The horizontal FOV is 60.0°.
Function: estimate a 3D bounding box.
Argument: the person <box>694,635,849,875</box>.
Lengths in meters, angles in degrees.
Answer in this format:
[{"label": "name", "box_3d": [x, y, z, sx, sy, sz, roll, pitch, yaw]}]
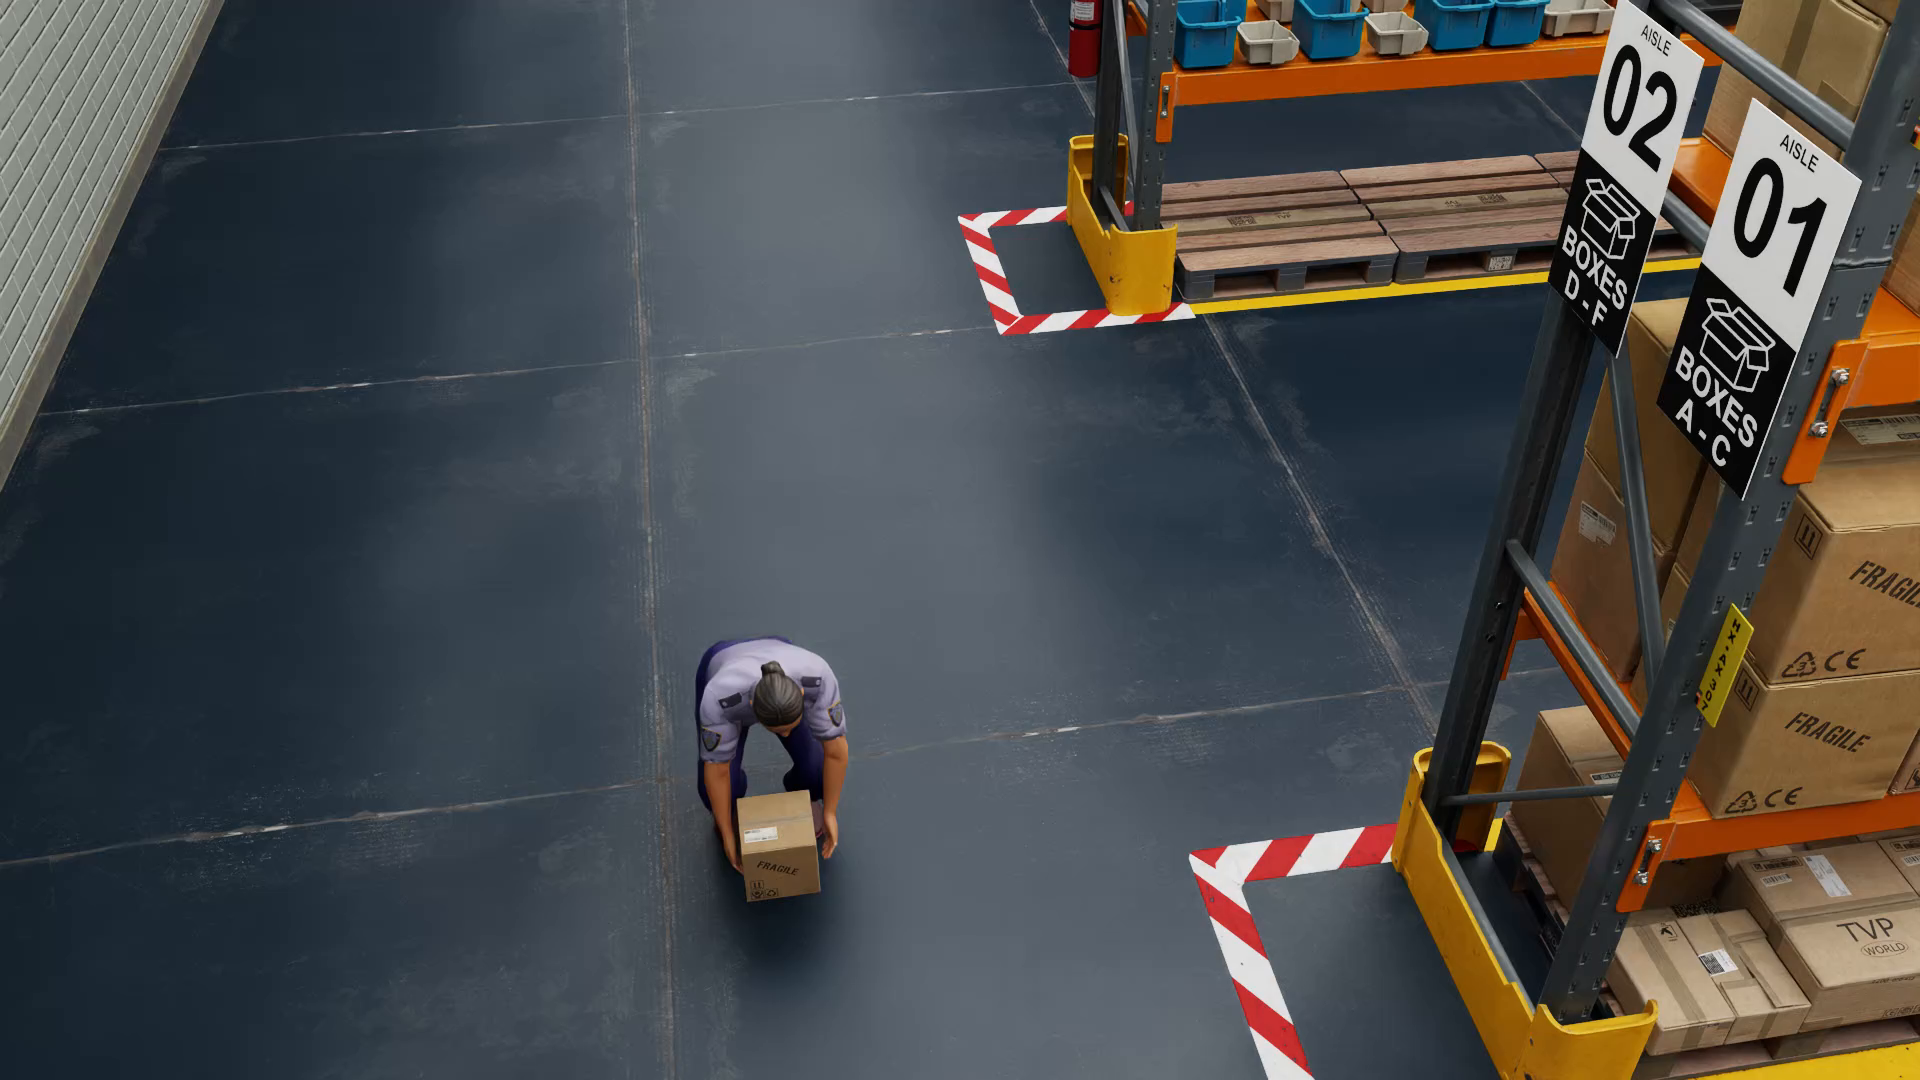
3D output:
[{"label": "person", "box_3d": [-0.676, 0.669, 5.846, 0.530, 1.013, 0.802, -6, 39, -8]}]
